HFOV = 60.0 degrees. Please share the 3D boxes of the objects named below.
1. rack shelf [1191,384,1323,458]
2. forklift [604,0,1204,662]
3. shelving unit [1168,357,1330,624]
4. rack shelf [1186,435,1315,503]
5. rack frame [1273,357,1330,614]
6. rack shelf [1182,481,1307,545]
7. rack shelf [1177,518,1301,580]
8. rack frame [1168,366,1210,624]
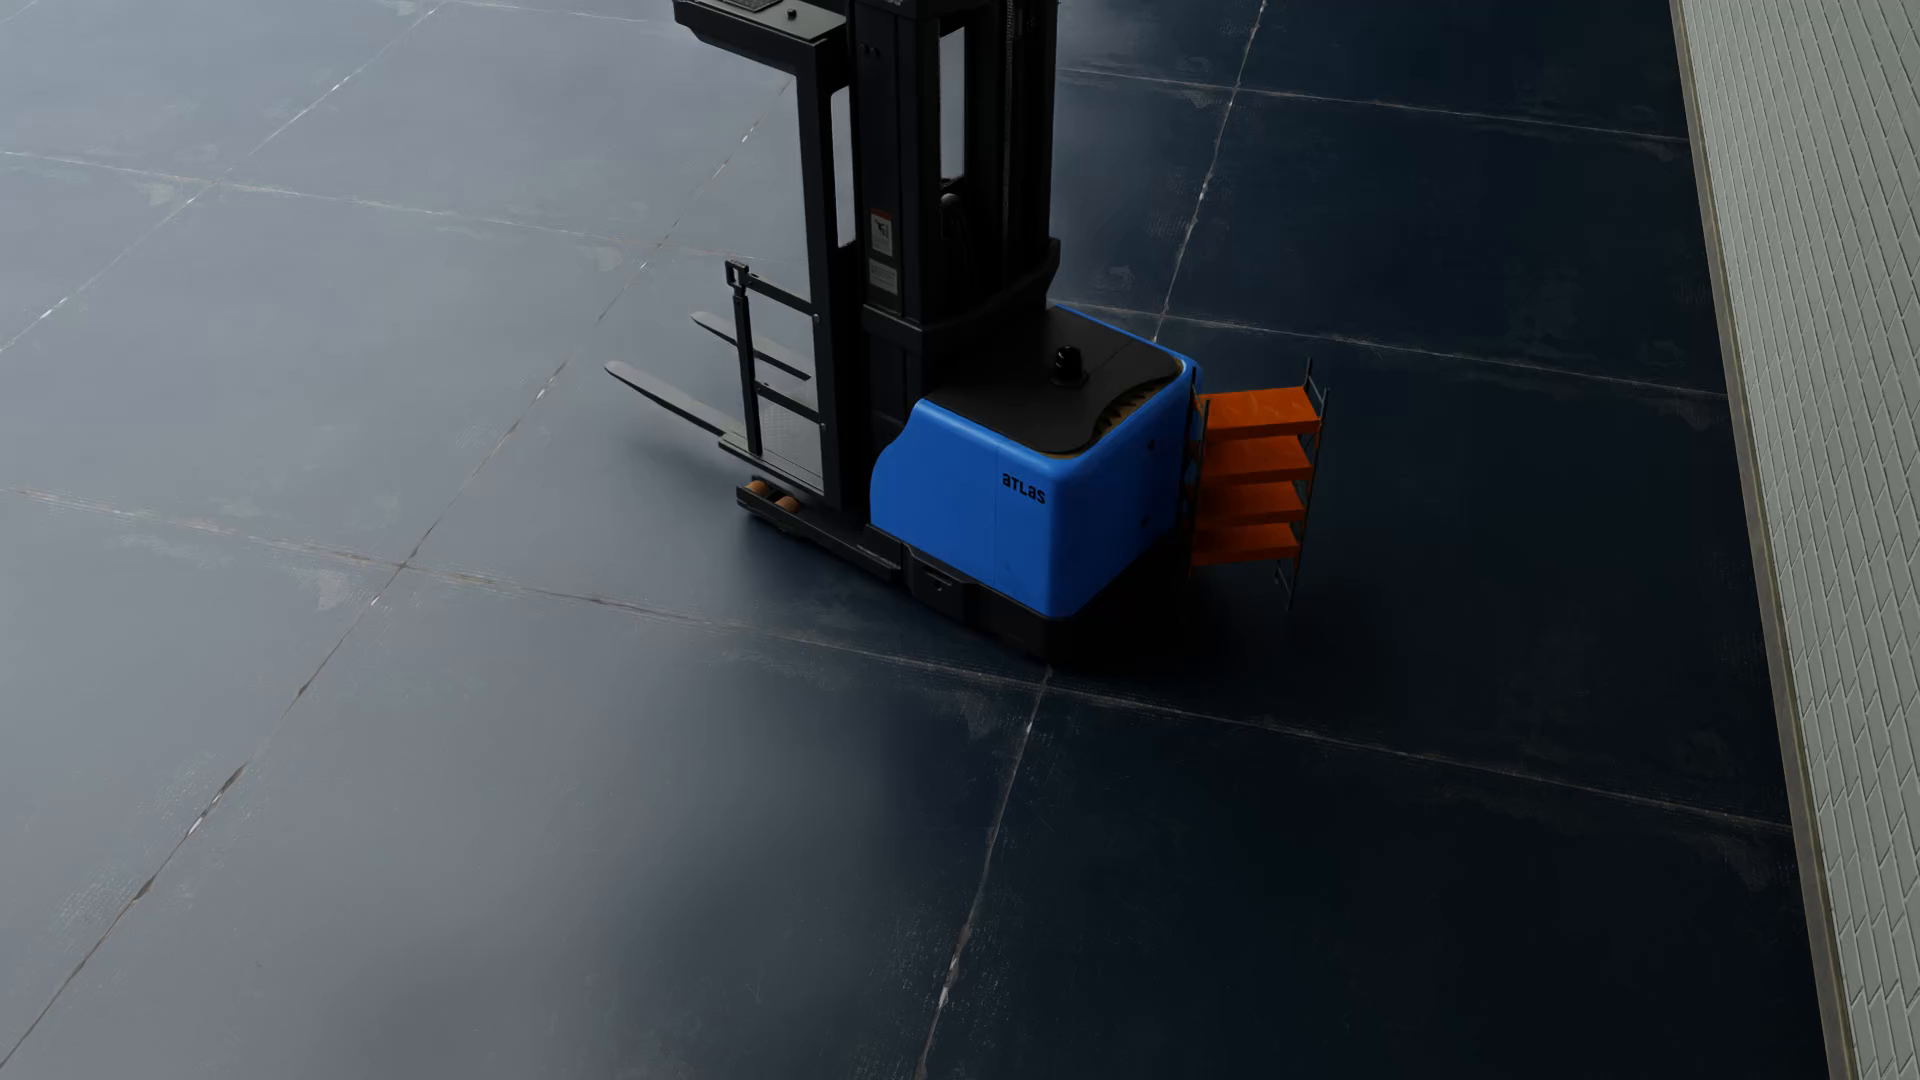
[{"bbox_3d":[1.201,-0.489,6.788,0.480,0.148,0.258,-5,40,-6],"label":"rack shelf"},{"bbox_3d":[-0.427,-1.396,7.133,3.031,2.935,1.130,27,47,29],"label":"forklift"},{"bbox_3d":[1.201,-0.188,7.041,0.503,1.200,0.258,-5,40,-6],"label":"shelving unit"},{"bbox_3d":[1.201,-0.308,6.940,0.480,0.148,0.258,-5,40,-6],"label":"rack shelf"},{"bbox_3d":[1.443,-0.209,7.066,0.015,1.200,0.240,-5,40,-6],"label":"rack frame"},{"bbox_3d":[1.201,-0.136,7.084,0.480,0.148,0.258,-5,40,-6],"label":"rack shelf"},{"bbox_3d":[1.201,0.016,7.212,0.480,0.148,0.258,-5,40,-6],"label":"rack shelf"},{"bbox_3d":[0.960,-0.166,7.015,0.015,1.200,0.240,-5,40,-6],"label":"rack frame"}]
